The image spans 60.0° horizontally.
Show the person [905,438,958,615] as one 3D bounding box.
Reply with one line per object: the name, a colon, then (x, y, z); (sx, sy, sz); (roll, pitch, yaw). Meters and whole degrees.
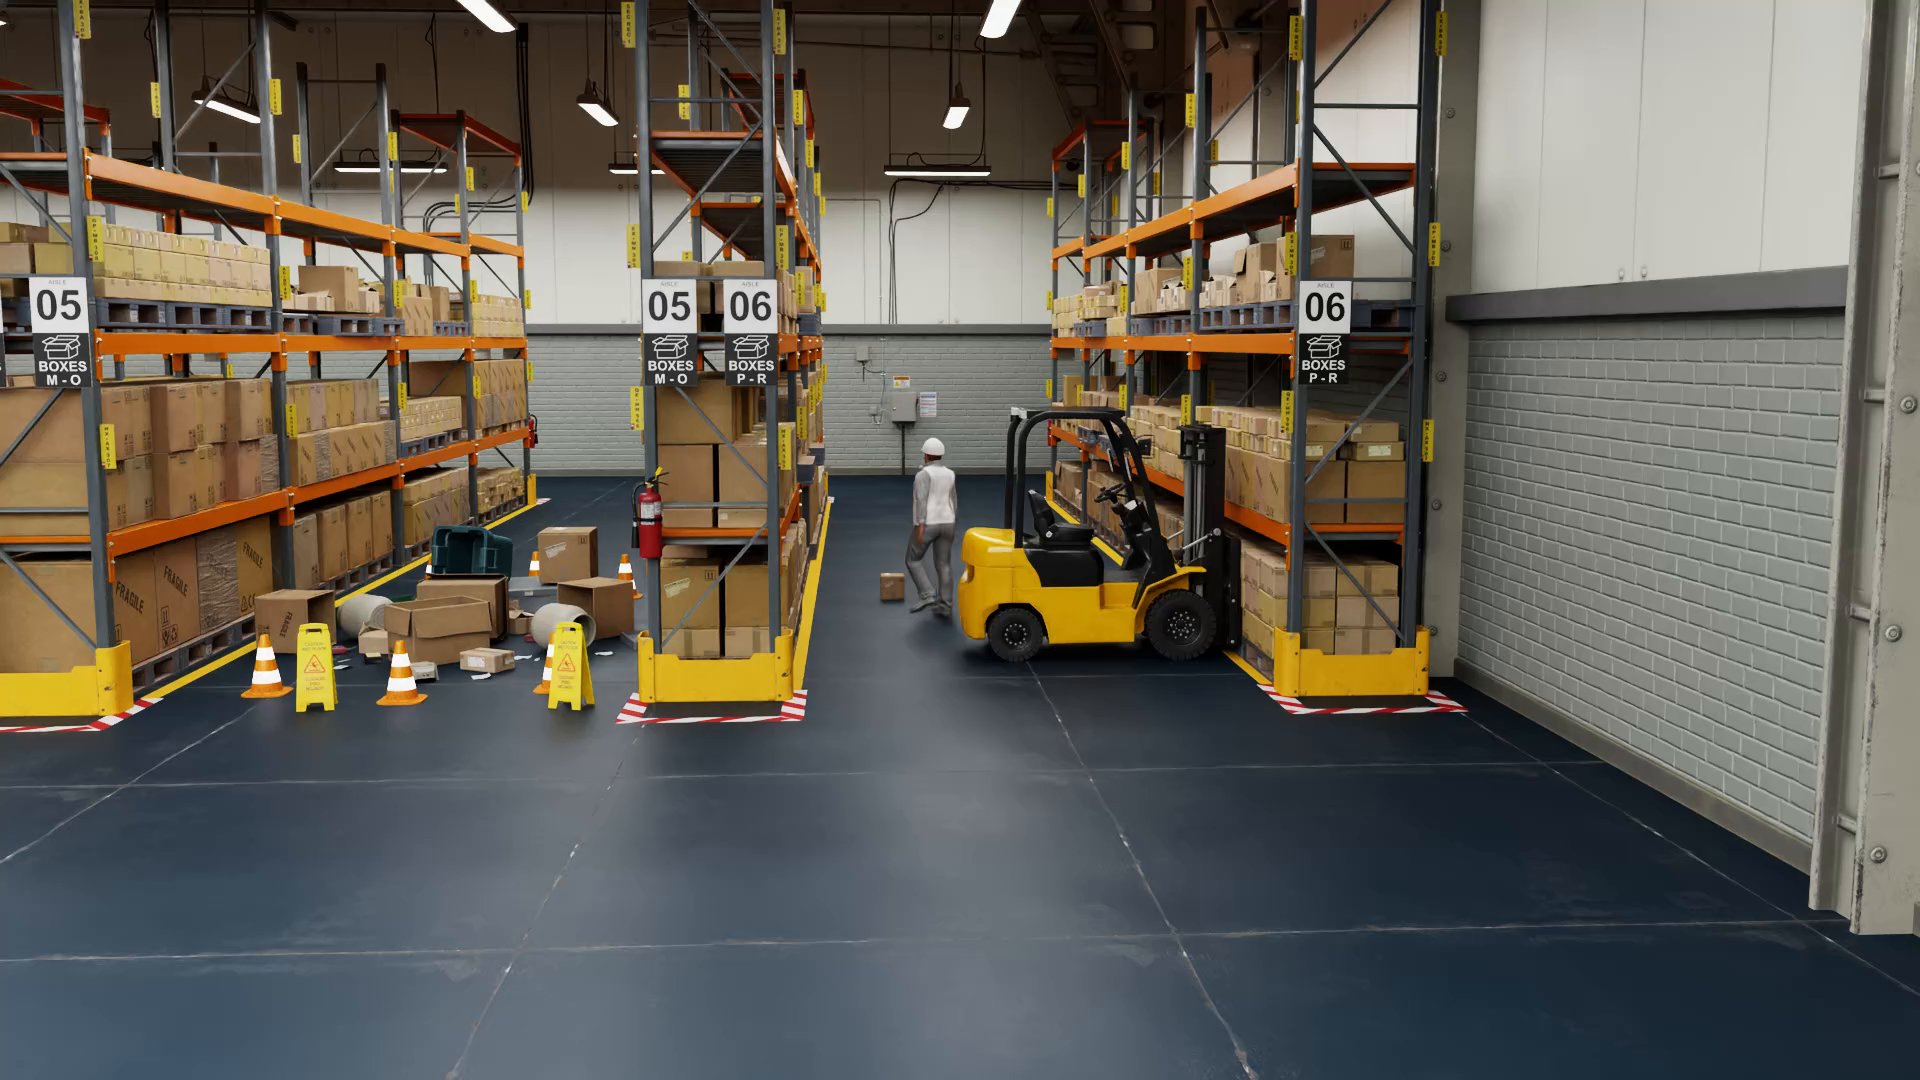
person: (-0.242, -0.140, 16.653); (0.564, 1.756, 0.529); (-5, 8, -36)
